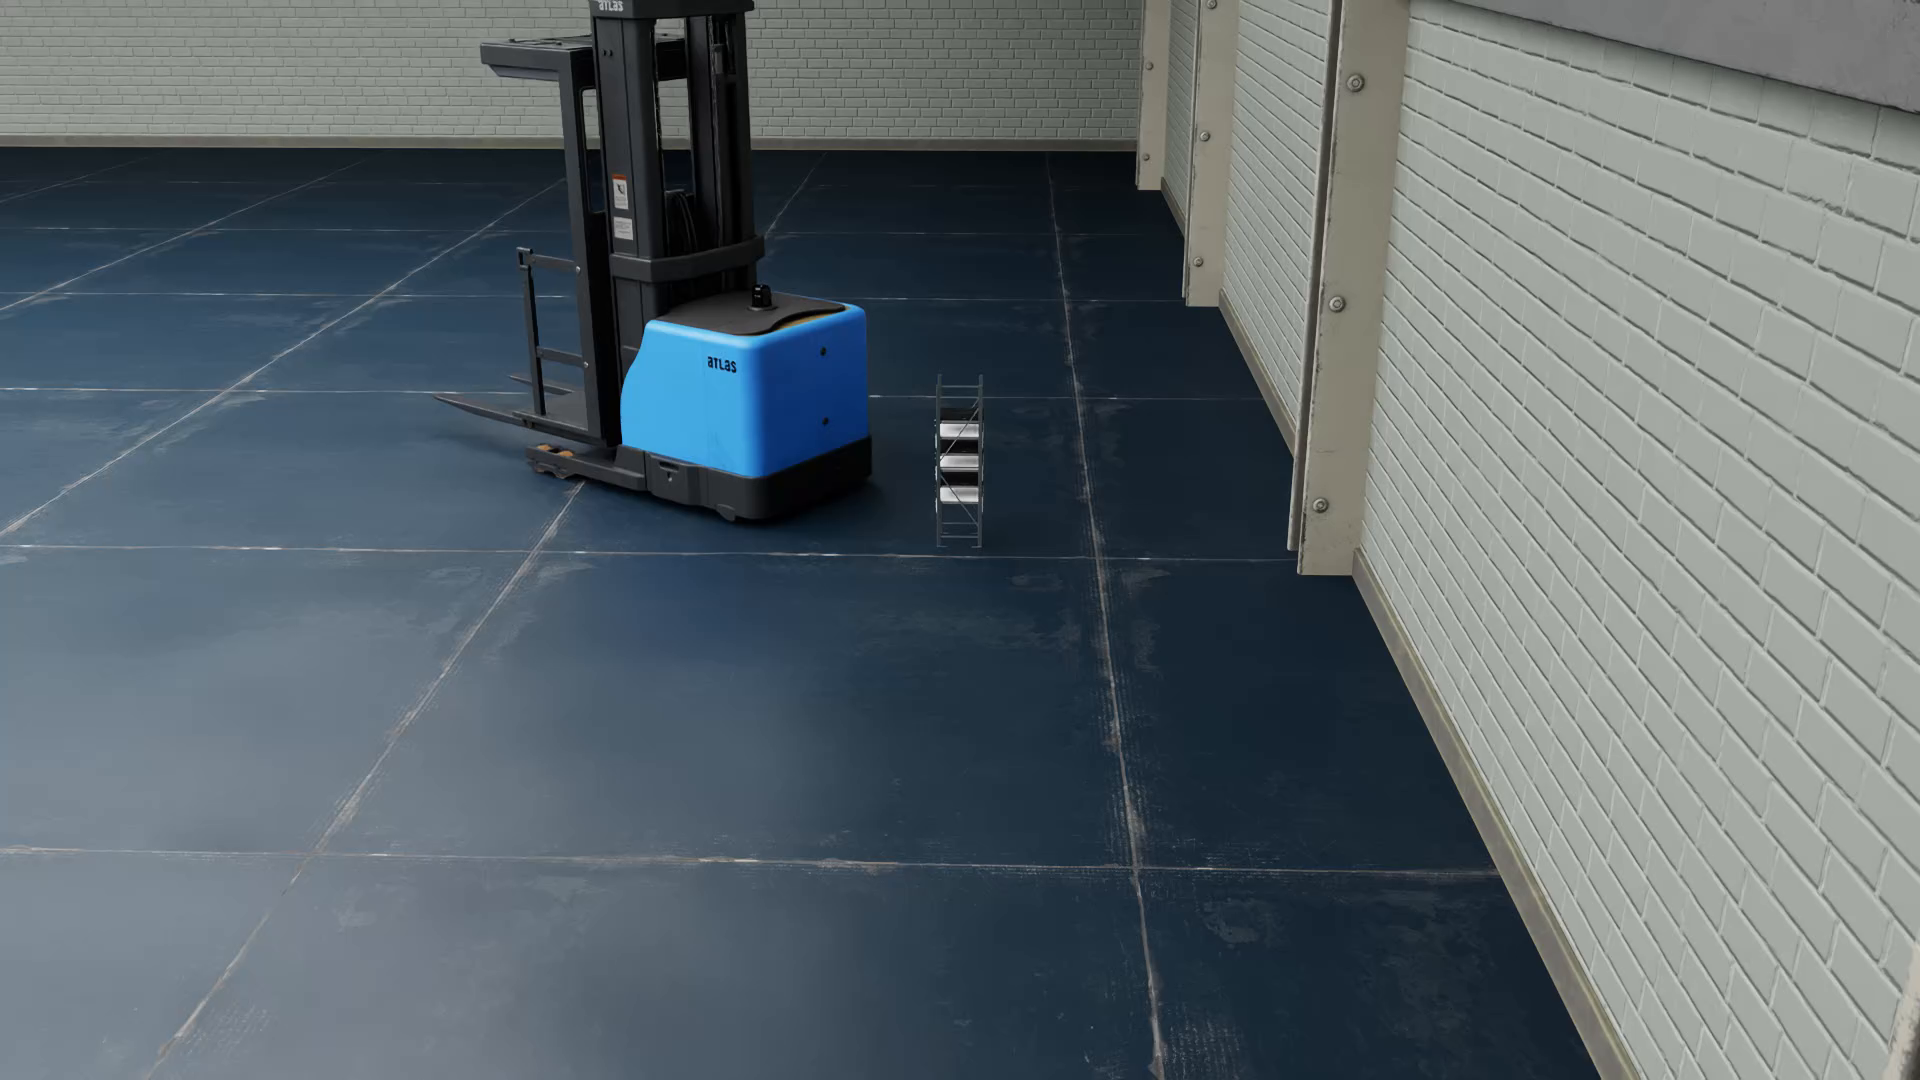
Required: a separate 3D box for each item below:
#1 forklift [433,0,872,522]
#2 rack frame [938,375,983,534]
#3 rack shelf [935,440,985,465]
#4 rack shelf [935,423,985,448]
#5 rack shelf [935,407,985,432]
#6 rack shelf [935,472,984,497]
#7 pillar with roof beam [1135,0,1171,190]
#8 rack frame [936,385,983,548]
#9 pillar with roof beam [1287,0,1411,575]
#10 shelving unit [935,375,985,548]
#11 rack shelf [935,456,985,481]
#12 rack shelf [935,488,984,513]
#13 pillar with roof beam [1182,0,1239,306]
[{"bbox_3d":[-2.011,-1.872,9.802,3.031,2.935,1.130,15,26,33],"label":"forklift"},{"bbox_3d":[0.003,-0.453,8.953,0.240,0.900,0.006,1,21,2],"label":"rack frame"},{"bbox_3d":[0.000,-0.469,8.838,0.258,0.077,0.200,1,21,2],"label":"rack shelf"},{"bbox_3d":[0.000,-0.553,8.806,0.258,0.077,0.200,1,21,2],"label":"rack shelf"},{"bbox_3d":[0.000,-0.637,8.773,0.258,0.077,0.200,1,21,2],"label":"rack shelf"},{"bbox_3d":[0.000,-0.302,8.903,0.258,0.077,0.200,1,21,2],"label":"rack shelf"},{"bbox_3d":[-2.032,-8.473,18.426,9.100,9.000,0.400,1,21,2],"label":"pillar with roof beam"},{"bbox_3d":[-0.003,-0.380,8.764,0.240,0.900,0.006,1,21,2],"label":"rack frame"},{"bbox_3d":[-2.397,-4.134,7.244,9.100,9.000,0.400,1,21,2],"label":"pillar with roof beam"},{"bbox_3d":[0.000,-0.417,8.859,0.258,0.900,0.210,1,21,2],"label":"shelving unit"},{"bbox_3d":[0.000,-0.386,8.871,0.258,0.077,0.200,1,21,2],"label":"rack shelf"},{"bbox_3d":[0.000,-0.218,8.936,0.258,0.077,0.200,1,21,2],"label":"rack shelf"},{"bbox_3d":[-2.214,-6.304,12.835,9.100,9.000,0.400,1,21,2],"label":"pillar with roof beam"}]
